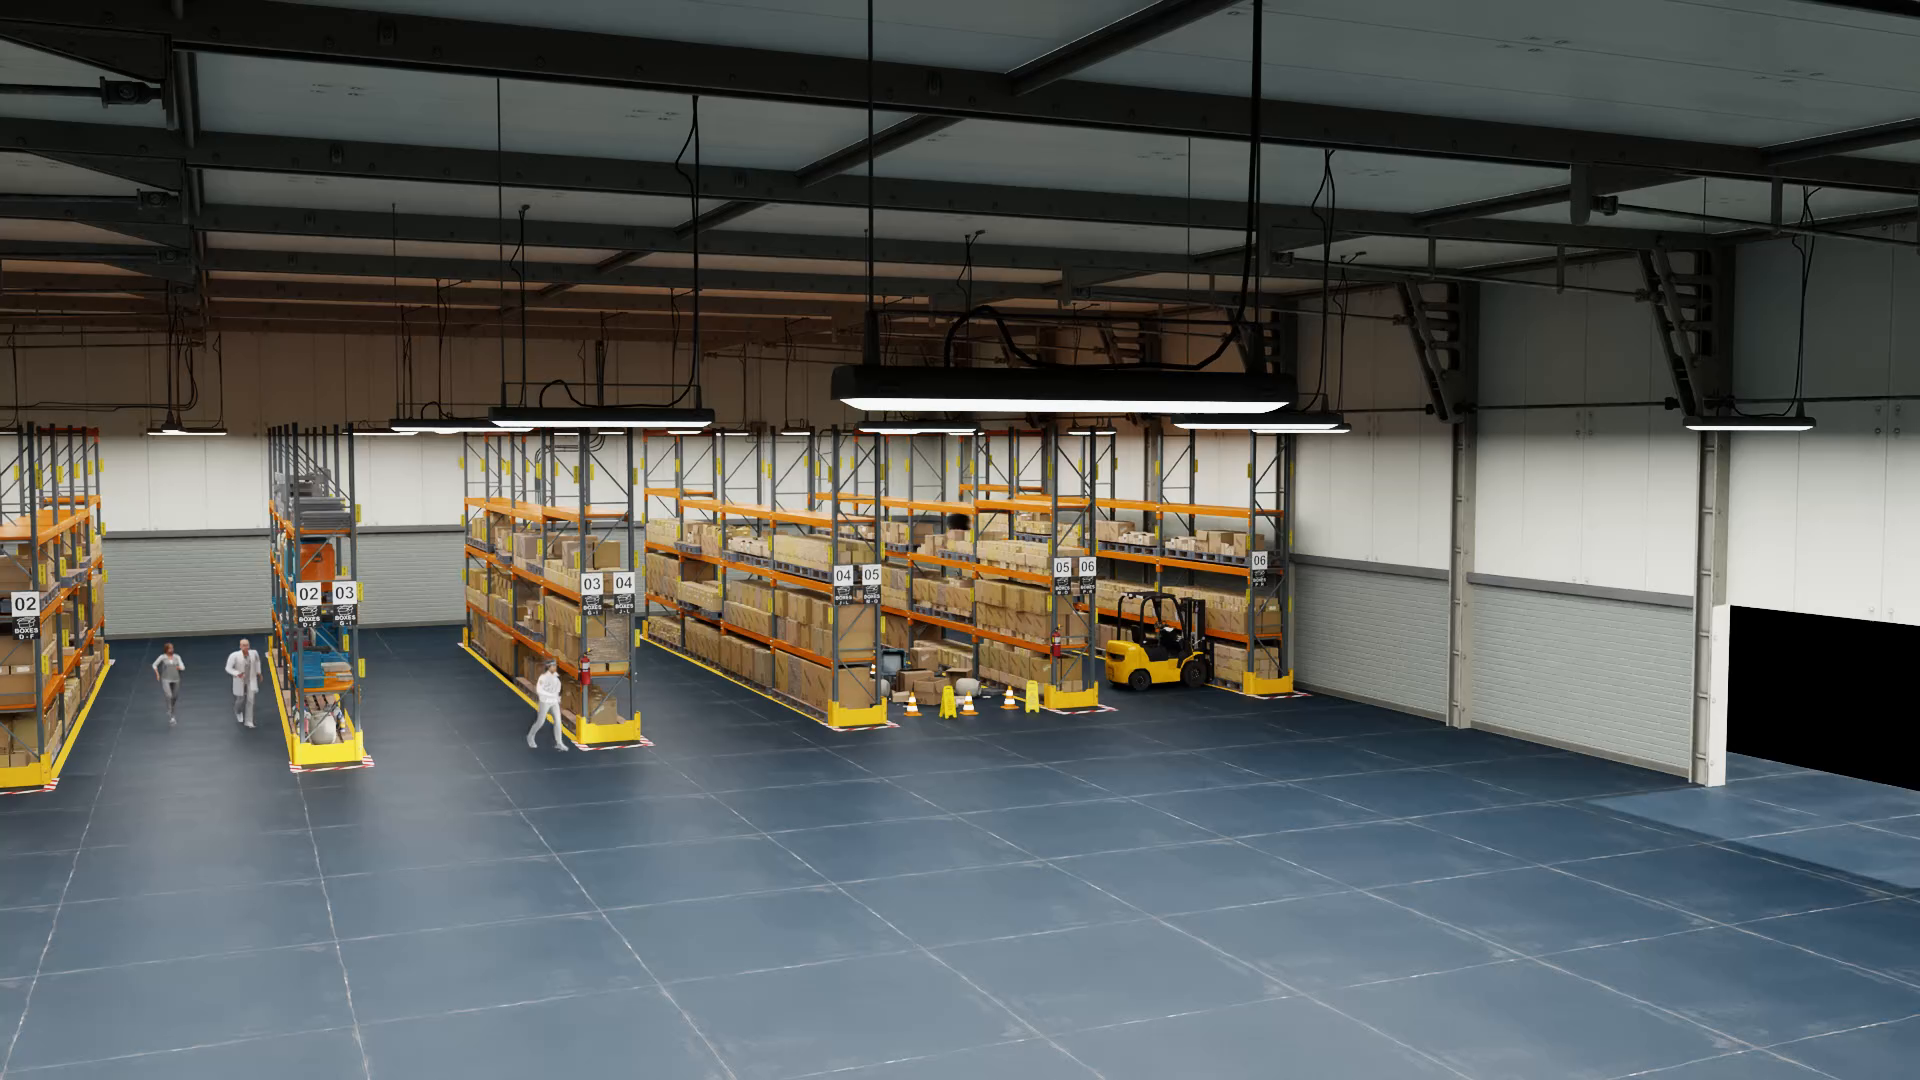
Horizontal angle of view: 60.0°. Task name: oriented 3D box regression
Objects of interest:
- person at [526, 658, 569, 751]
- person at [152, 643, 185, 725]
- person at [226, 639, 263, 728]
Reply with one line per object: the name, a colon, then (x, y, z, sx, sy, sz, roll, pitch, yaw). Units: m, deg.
person: (-7.529, 2.992, 30.476, 0.949, 1.679, 0.638, 2, 4, 35)
person: (-15.871, 2.859, 33.399, 0.546, 1.604, 0.862, -3, 5, -41)
person: (-14.288, 2.830, 33.143, 0.693, 1.745, 0.964, -2, 4, -34)
